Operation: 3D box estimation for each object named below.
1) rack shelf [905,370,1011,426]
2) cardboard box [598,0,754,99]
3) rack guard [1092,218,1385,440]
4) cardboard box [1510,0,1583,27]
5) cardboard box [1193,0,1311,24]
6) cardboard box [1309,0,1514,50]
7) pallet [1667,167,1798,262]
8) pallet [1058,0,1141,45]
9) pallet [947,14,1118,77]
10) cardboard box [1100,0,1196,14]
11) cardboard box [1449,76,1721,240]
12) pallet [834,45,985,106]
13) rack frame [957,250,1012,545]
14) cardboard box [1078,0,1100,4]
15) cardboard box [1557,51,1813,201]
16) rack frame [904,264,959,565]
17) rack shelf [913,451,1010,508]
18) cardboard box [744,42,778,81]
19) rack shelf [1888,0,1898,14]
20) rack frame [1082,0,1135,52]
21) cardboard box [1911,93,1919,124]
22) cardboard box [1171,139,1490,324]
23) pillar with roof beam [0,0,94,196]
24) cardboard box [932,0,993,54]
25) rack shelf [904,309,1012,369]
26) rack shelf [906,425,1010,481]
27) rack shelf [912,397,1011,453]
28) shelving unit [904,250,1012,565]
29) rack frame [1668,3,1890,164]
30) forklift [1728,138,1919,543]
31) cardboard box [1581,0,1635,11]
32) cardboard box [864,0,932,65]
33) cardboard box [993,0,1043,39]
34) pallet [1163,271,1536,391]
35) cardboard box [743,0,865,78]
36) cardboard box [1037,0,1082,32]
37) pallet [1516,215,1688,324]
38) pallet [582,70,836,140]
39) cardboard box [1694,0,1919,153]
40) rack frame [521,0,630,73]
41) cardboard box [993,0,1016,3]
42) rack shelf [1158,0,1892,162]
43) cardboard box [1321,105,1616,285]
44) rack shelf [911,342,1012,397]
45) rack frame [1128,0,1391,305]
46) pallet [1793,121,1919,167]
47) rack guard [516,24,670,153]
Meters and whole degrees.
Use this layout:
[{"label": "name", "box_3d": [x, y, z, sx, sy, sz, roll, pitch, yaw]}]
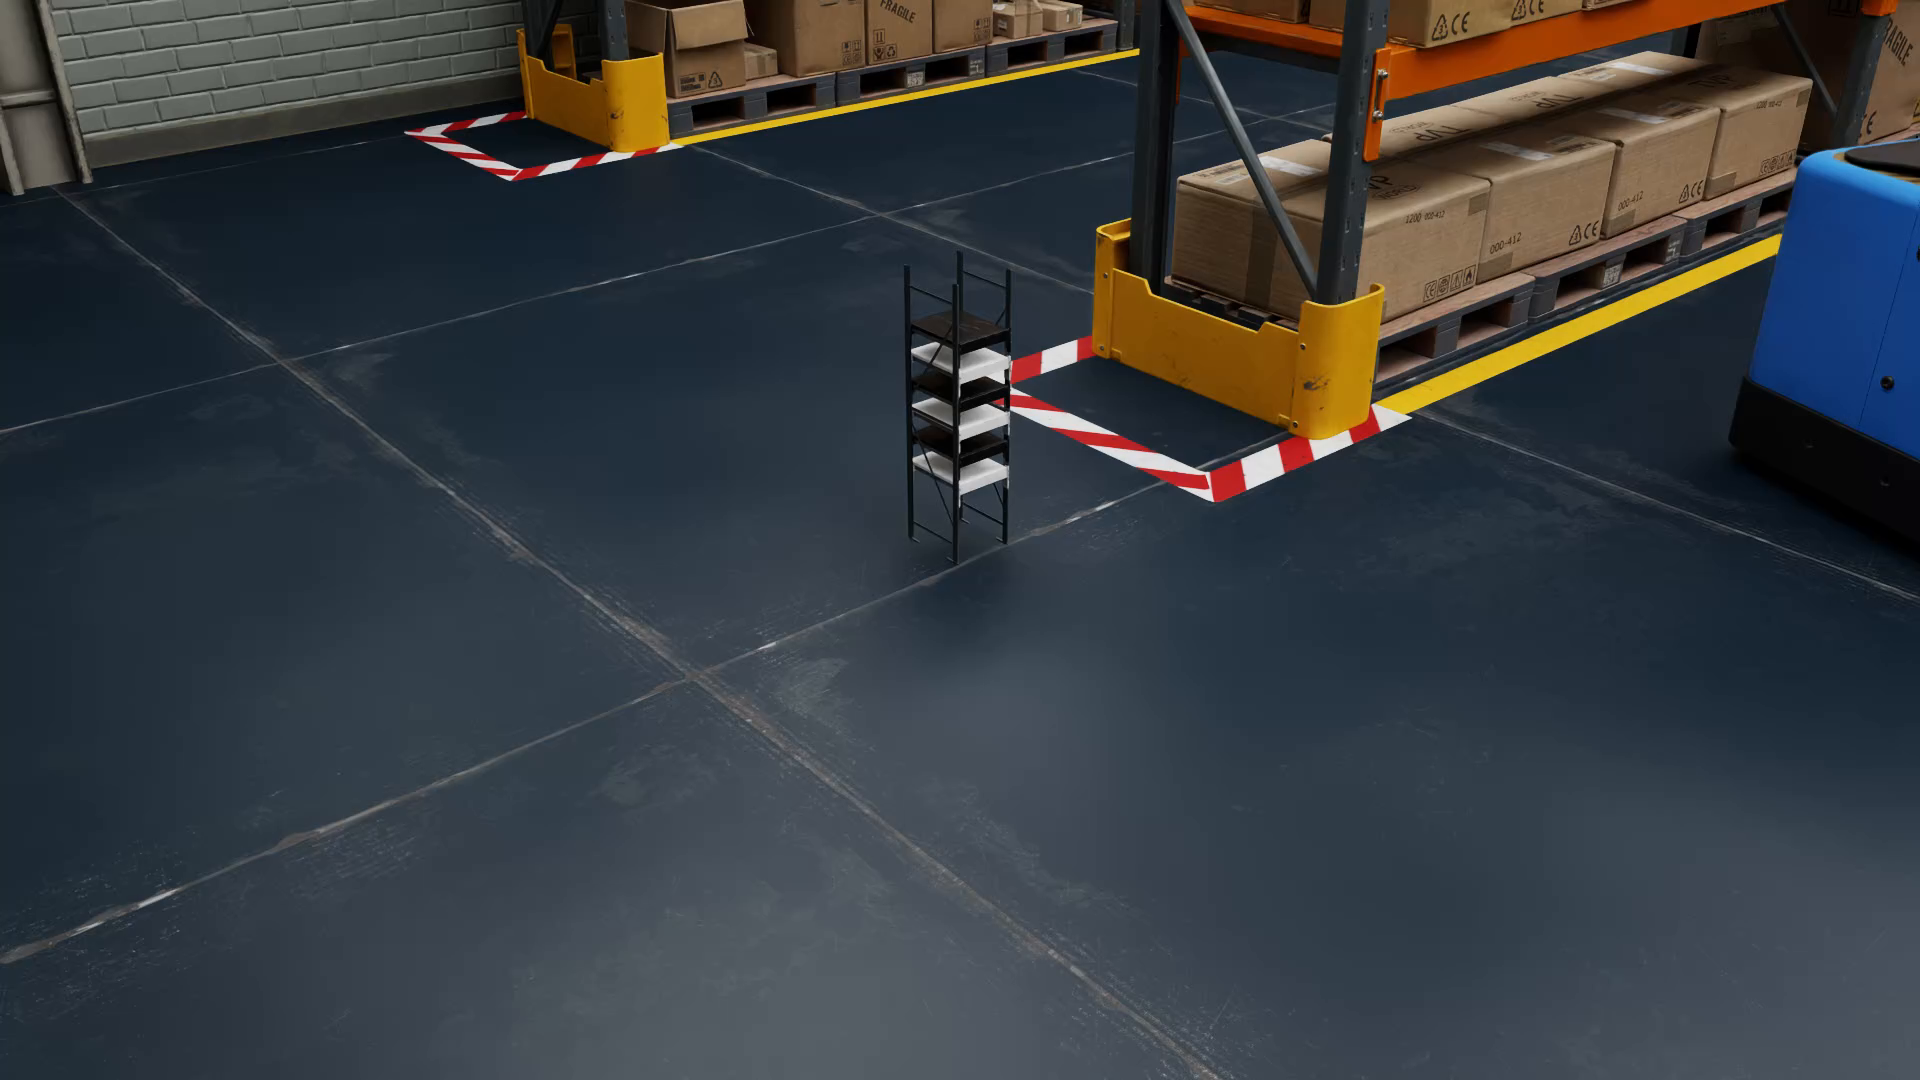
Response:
[{"label": "rack shelf", "box_3d": [-0.006, -0.444, 5.007, 0.200, 0.077, 0.258, -22, 35, -35]}, {"label": "cardboard box", "box_3d": [-1.668, -2.951, 9.792, 0.637, 0.503, 0.797, -24, 36, -37]}, {"label": "rack guard", "box_3d": [1.012, -0.825, 6.263, 0.348, 0.500, 1.175, -22, 35, -35]}, {"label": "cardboard box", "box_3d": [1.948, -2.187, 6.055, 0.500, 0.500, 0.500, -22, 35, -36]}, {"label": "cardboard box", "box_3d": [1.225, -2.221, 6.118, 0.500, 0.500, 0.500, -22, 35, -35]}, {"label": "cardboard box", "box_3d": [1.581, -2.023, 5.746, 0.500, 0.500, 0.500, -22, 35, -35]}, {"label": "pallet", "box_3d": [3.444, -1.724, 8.252, 1.213, 0.211, 1.003, -22, 35, -35]}, {"label": "pallet", "box_3d": [1.443, -3.969, 12.454, 1.213, 0.211, 1.003, -22, 35, -35]}, {"label": "pallet", "box_3d": [0.325, -3.497, 11.571, 1.213, 0.211, 1.003, -22, 35, -35]}, {"label": "cardboard box", "box_3d": [1.363, -4.087, 11.922, 0.500, 0.500, 0.500, -20, 34, -33]}, {"label": "cardboard box", "box_3d": [2.845, -1.786, 7.682, 0.875, 0.438, 0.875, -23, 36, -36]}, {"label": "pallet", "box_3d": [-0.603, -3.122, 10.869, 1.213, 0.211, 1.003, -22, 35, -35]}, {"label": "rack frame", "box_3d": [0.071, -0.426, 5.091, 0.006, 0.900, 0.240, -22, 35, -35]}, {"label": "cardboard box", "box_3d": [1.030, -4.276, 12.275, 0.500, 0.500, 0.500, -22, 35, -35]}, {"label": "cardboard box", "box_3d": [3.526, -2.060, 8.195, 0.875, 0.438, 0.875, -22, 35, -36]}, {"label": "rack frame", "box_3d": [-0.084, -0.363, 4.975, 0.006, 0.900, 0.240, -22, 35, -35]}, {"label": "rack shelf", "box_3d": [-0.006, -0.206, 5.134, 0.200, 0.077, 0.258, -22, 35, -35]}, {"label": "cardboard box", "box_3d": [-1.319, -2.910, 10.093, 0.250, 0.149, 0.380, -24, 36, -37]}, {"label": "rack shelf", "box_3d": [5.594, -3.453, 9.292, 4.000, 0.370, 1.077, -22, 35, -35]}, {"label": "rack frame", "box_3d": [0.848, -4.937, 11.306, 0.127, 3.000, 1.000, -22, 35, -35]}, {"label": "cardboard box", "box_3d": [5.175, -2.904, 9.310, 0.875, 0.875, 0.875, -21, 34, -34]}, {"label": "cardboard box", "box_3d": [1.467, -1.228, 6.638, 0.875, 0.438, 0.875, -23, 36, -37]}, {"label": "pillar with roof beam", "box_3d": [-2.037, -4.314, 3.775, 0.400, 9.000, 9.100, -22, 35, -35]}, {"label": "cardboard box", "box_3d": [-0.202, -3.514, 10.850, 0.500, 0.500, 0.700, -23, 36, -37]}, {"label": "rack shelf", "box_3d": [-0.006, -0.603, 4.922, 0.200, 0.077, 0.258, -22, 35, -35]}, {"label": "rack shelf", "box_3d": [-0.006, -0.286, 5.091, 0.200, 0.077, 0.258, -22, 35, -35]}, {"label": "rack shelf", "box_3d": [-0.006, -0.365, 5.049, 0.200, 0.077, 0.258, -22, 35, -35]}, {"label": "shelving unit", "box_3d": [-0.006, -0.394, 5.033, 0.210, 0.900, 0.258, -22, 35, -35]}, {"label": "rack frame", "box_3d": [4.073, -3.158, 7.978, 0.127, 3.000, 1.000, -22, 35, -35]}, {"label": "forklift", "box_3d": [4.217, -1.624, 5.179, 3.031, 2.935, 1.130, -11, 30, -19]}, {"label": "cardboard box", "box_3d": [2.347, -2.337, 6.334, 0.500, 0.500, 0.500, -22, 35, -35]}, {"label": "cardboard box", "box_3d": [-0.525, -3.323, 10.491, 0.500, 0.500, 0.500, -21, 35, -34]}, {"label": "cardboard box", "box_3d": [0.344, -3.531, 11.131, 0.258, 0.266, 0.396, -20, 34, -33]}, {"label": "pallet", "box_3d": [1.587, -0.977, 6.855, 1.213, 0.211, 1.003, -22, 35, -35]}, {"label": "cardboard box", "box_3d": [-0.992, -3.197, 10.256, 0.500, 0.500, 0.700, -20, 34, -33]}, {"label": "cardboard box", "box_3d": [0.615, -3.589, 11.363, 0.250, 0.149, 0.380, -23, 36, -36]}, {"label": "pallet", "box_3d": [2.515, -1.349, 7.550, 1.213, 0.211, 1.003, -22, 35, -35]}, {"label": "pallet", "box_3d": [-1.531, -2.751, 10.174, 1.213, 0.211, 1.003, -22, 35, -35]}, {"label": "cardboard box", "box_3d": [4.493, -2.625, 8.788, 0.875, 0.875, 0.875, -21, 34, -33]}, {"label": "rack frame", "box_3d": [-2.194, -3.713, 9.016, 0.127, 3.000, 1.000, -22, 35, -35]}, {"label": "cardboard box", "box_3d": [0.192, -3.819, 11.621, 0.500, 0.311, 0.500, -20, 34, -33]}, {"label": "rack shelf", "box_3d": [2.551, -2.229, 7.002, 4.000, 0.370, 1.077, -22, 35, -35]}, {"label": "cardboard box", "box_3d": [2.158, -1.511, 7.167, 0.875, 0.438, 0.875, -21, 34, -34]}, {"label": "rack shelf", "box_3d": [-0.006, -0.524, 4.964, 0.200, 0.077, 0.258, -22, 35, -35]}, {"label": "rack frame", "box_3d": [1.030, -1.935, 5.688, 0.127, 3.000, 1.000, -22, 35, -35]}, {"label": "pallet", "box_3d": [4.611, -2.192, 9.127, 1.213, 0.211, 1.003, -22, 35, -35]}, {"label": "rack guard", "box_3d": [-2.137, -2.634, 9.649, 0.348, 0.500, 1.175, -22, 35, -35]}]
